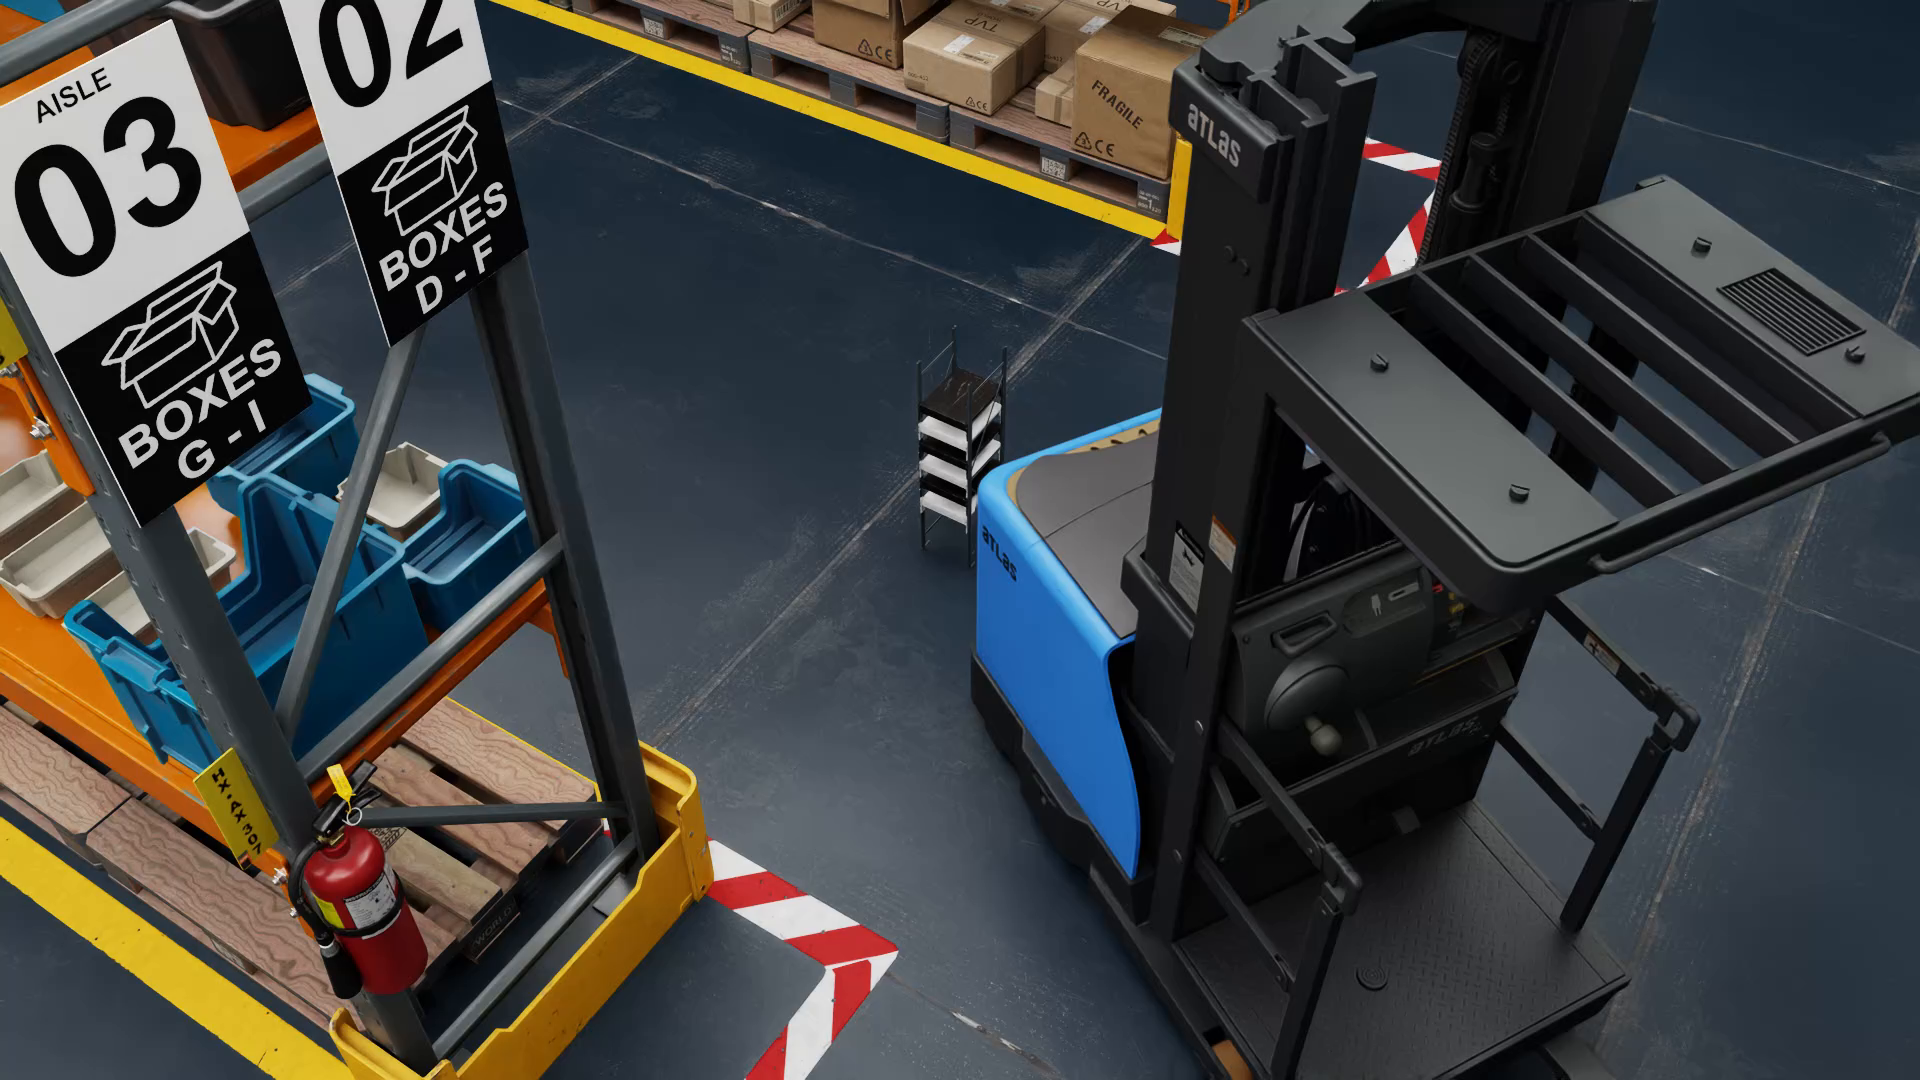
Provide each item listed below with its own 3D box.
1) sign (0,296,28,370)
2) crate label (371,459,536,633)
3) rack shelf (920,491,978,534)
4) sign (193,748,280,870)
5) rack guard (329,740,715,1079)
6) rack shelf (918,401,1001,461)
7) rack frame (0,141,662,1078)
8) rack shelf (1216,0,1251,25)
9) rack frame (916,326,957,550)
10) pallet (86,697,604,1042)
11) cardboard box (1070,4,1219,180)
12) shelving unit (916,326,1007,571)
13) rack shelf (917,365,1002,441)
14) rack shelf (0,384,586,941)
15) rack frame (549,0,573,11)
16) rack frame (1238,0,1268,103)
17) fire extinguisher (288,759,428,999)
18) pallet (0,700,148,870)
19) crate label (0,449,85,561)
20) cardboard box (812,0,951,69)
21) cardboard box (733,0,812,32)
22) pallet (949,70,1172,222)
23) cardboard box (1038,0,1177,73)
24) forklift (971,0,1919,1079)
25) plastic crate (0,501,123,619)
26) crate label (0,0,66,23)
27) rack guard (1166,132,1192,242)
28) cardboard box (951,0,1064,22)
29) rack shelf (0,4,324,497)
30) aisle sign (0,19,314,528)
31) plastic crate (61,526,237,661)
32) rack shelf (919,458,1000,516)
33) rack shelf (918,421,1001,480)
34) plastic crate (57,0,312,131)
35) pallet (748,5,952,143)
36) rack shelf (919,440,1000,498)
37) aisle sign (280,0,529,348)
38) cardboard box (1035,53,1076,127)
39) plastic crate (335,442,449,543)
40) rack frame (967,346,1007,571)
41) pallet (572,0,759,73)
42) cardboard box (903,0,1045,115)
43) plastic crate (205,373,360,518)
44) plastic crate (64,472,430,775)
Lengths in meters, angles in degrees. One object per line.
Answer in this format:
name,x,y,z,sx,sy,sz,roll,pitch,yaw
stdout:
sign,-1.516,-0.384,2.513,0.005,0.325,0.100,25,51,22
crate label,-1.263,0.030,4.204,0.303,0.233,0.416,25,51,22
rack shelf,0.007,-0.162,6.077,0.200,0.077,0.258,25,51,22
sign,-1.516,0.568,3.493,0.005,0.325,0.100,25,51,22
rack guard,-1.206,1.159,4.775,0.348,0.500,1.175,25,51,22
rack shelf,0.007,-0.413,5.819,0.200,0.077,0.258,25,51,22
rack frame,-1.233,0.287,3.880,0.127,3.000,1.000,25,51,22
rack shelf,-0.239,-3.226,7.795,4.000,0.370,1.077,25,51,22
rack frame,-0.079,-0.350,5.962,0.006,0.900,0.240,25,51,22
pallet,-1.906,0.916,5.213,1.213,0.211,1.003,25,51,22
cardboard box,0.854,-2.046,7.583,0.500,0.500,0.500,25,51,22
shelving unit,0.007,-0.310,5.924,0.210,0.900,0.258,25,51,22
rack shelf,0.007,-0.475,5.754,0.200,0.077,0.258,25,51,22
rack shelf,-2.917,-0.237,4.890,4.000,0.370,1.077,25,51,22
rack frame,-1.923,-4.251,8.289,0.127,3.000,1.000,25,51,22
rack frame,1.444,-2.702,6.784,0.127,3.000,1.000,25,51,22
fire extinguisher,-1.351,0.776,3.718,0.183,0.674,0.296,25,51,22
pallet,-2.929,0.443,5.672,1.213,0.211,1.003,25,51,22
crate label,-2.501,-0.063,4.361,0.243,0.136,0.396,25,51,22
cardboard box,-0.339,-2.810,8.323,0.637,0.503,0.797,25,51,22
cardboard box,-0.953,-2.795,8.543,0.250,0.166,0.380,25,51,22
pallet,0.709,-2.068,8.112,1.213,0.211,1.003,25,51,22
cardboard box,0.719,-2.473,8.172,0.500,0.250,0.500,25,51,22
forklift,1.162,0.307,3.908,1.130,2.935,3.031,-20,49,-19
plastic crate,-2.253,0.030,4.271,0.243,0.136,0.396,25,51,22
crate label,-1.835,-1.259,3.394,0.502,0.251,0.408,25,51,22
rack guard,1.380,-1.860,7.709,0.348,0.500,1.175,25,51,22
cardboard box,0.298,-2.666,8.360,0.500,0.250,0.500,25,51,22
rack shelf,-2.917,-1.282,3.815,4.000,0.370,1.077,25,51,22
aisle sign,-1.331,-0.415,2.749,0.004,0.787,0.394,25,51,22
plastic crate,-2.017,0.151,4.153,0.243,0.136,0.396,25,51,22
rack shelf,0.007,-0.225,6.013,0.200,0.077,0.258,25,51,22
rack shelf,0.007,-0.350,5.884,0.200,0.077,0.258,25,51,22
plastic crate,-1.407,-1.030,3.159,0.590,0.269,0.497,25,51,22
pallet,-0.314,-2.541,8.572,1.213,0.211,1.003,25,51,22
rack shelf,0.007,-0.287,5.948,0.200,0.077,0.258,25,51,22
aisle sign,-1.012,-0.771,3.095,0.004,0.787,0.394,25,51,22
cardboard box,0.561,-2.141,7.908,0.250,0.166,0.380,25,51,22
plastic crate,-1.488,-0.111,4.408,0.298,0.136,0.250,25,51,22
rack frame,0.092,-0.271,5.886,0.006,0.900,0.240,25,51,22
pallet,-1.345,-3.012,9.030,1.213,0.211,1.003,25,51,22
cardboard box,0.070,-2.345,8.048,0.500,0.250,0.500,25,51,22
plastic crate,-1.817,-0.225,4.452,0.300,0.233,0.416,25,51,22
plastic crate,-1.616,0.237,3.862,0.499,0.435,0.616,25,51,22
